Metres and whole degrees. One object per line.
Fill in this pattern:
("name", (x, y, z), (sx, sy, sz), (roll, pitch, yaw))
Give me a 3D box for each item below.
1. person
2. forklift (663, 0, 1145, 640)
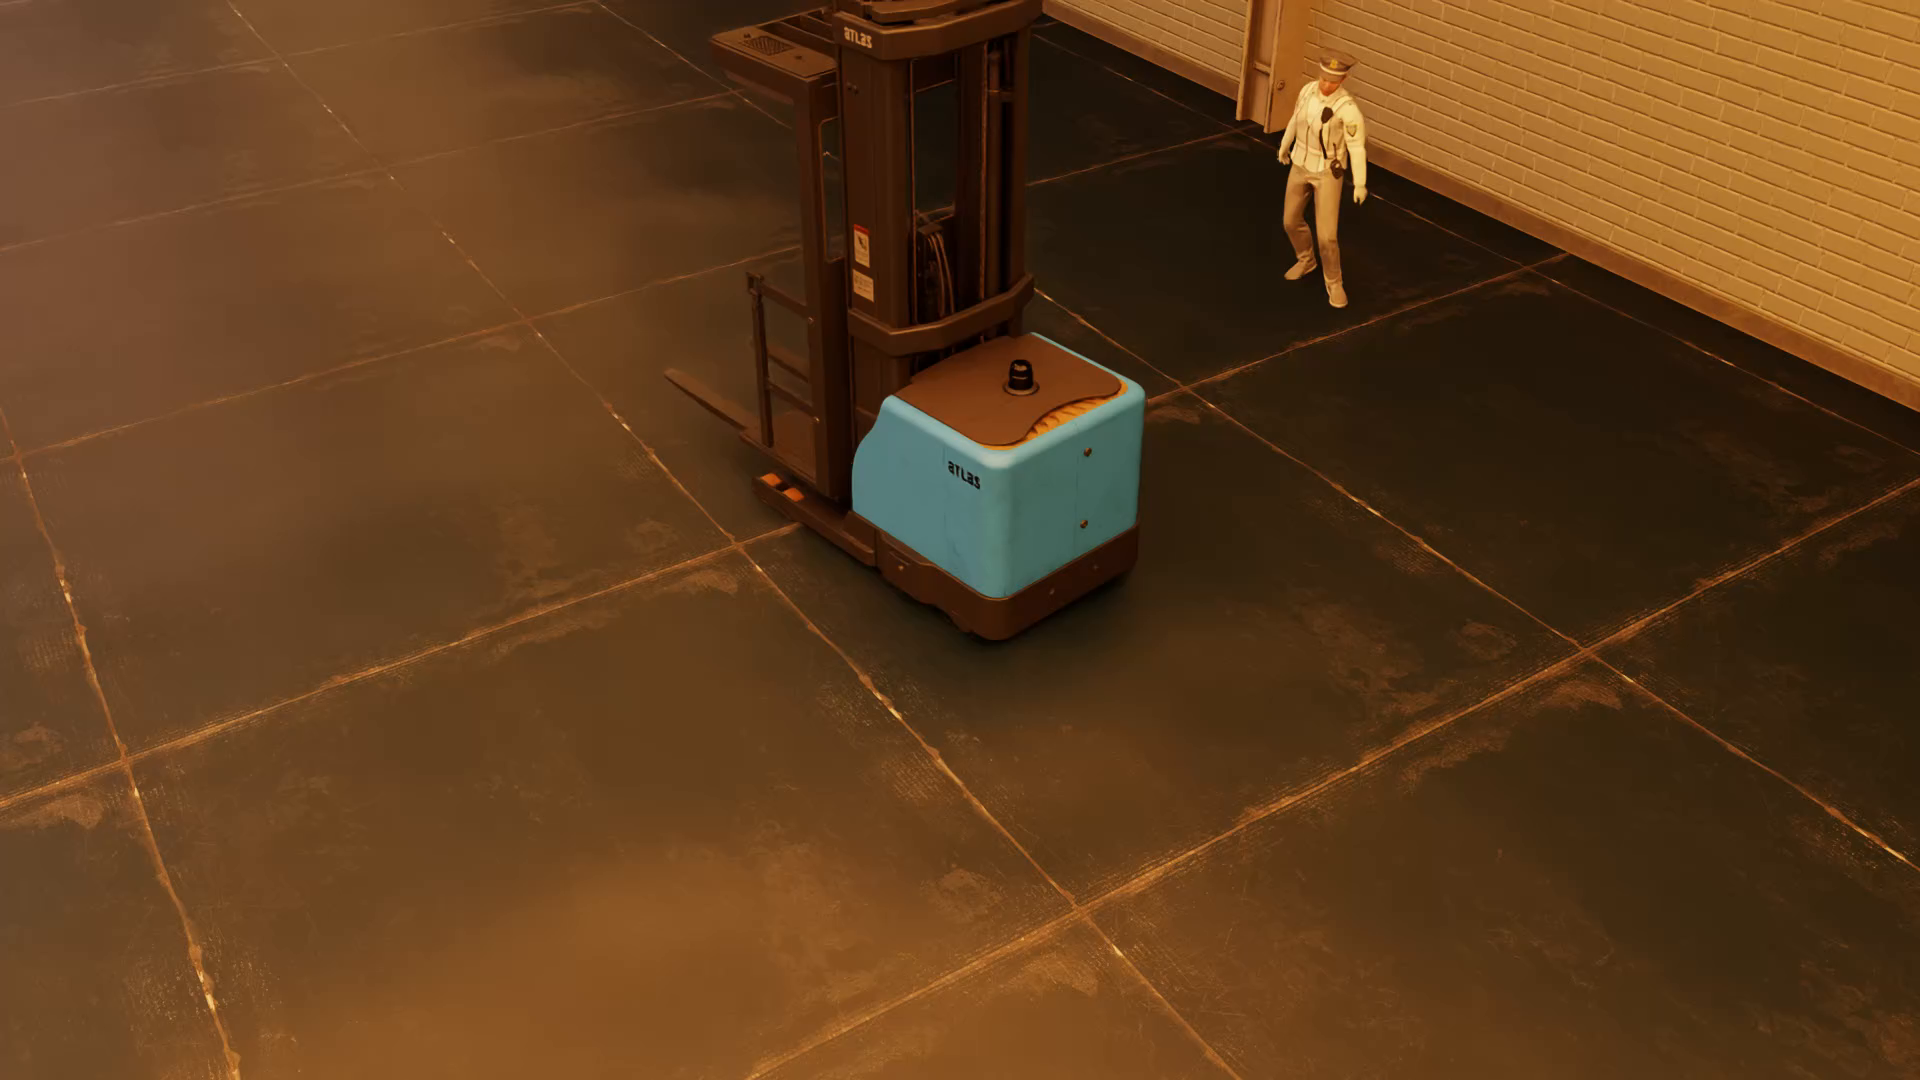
("person", (2.324, -2.367, 10.694), (0.423, 1.642, 0.810), (-22, 41, -28))
("forklift", (-0.469, -1.484, 8.260), (1.130, 2.935, 3.031), (-28, 44, -33))
